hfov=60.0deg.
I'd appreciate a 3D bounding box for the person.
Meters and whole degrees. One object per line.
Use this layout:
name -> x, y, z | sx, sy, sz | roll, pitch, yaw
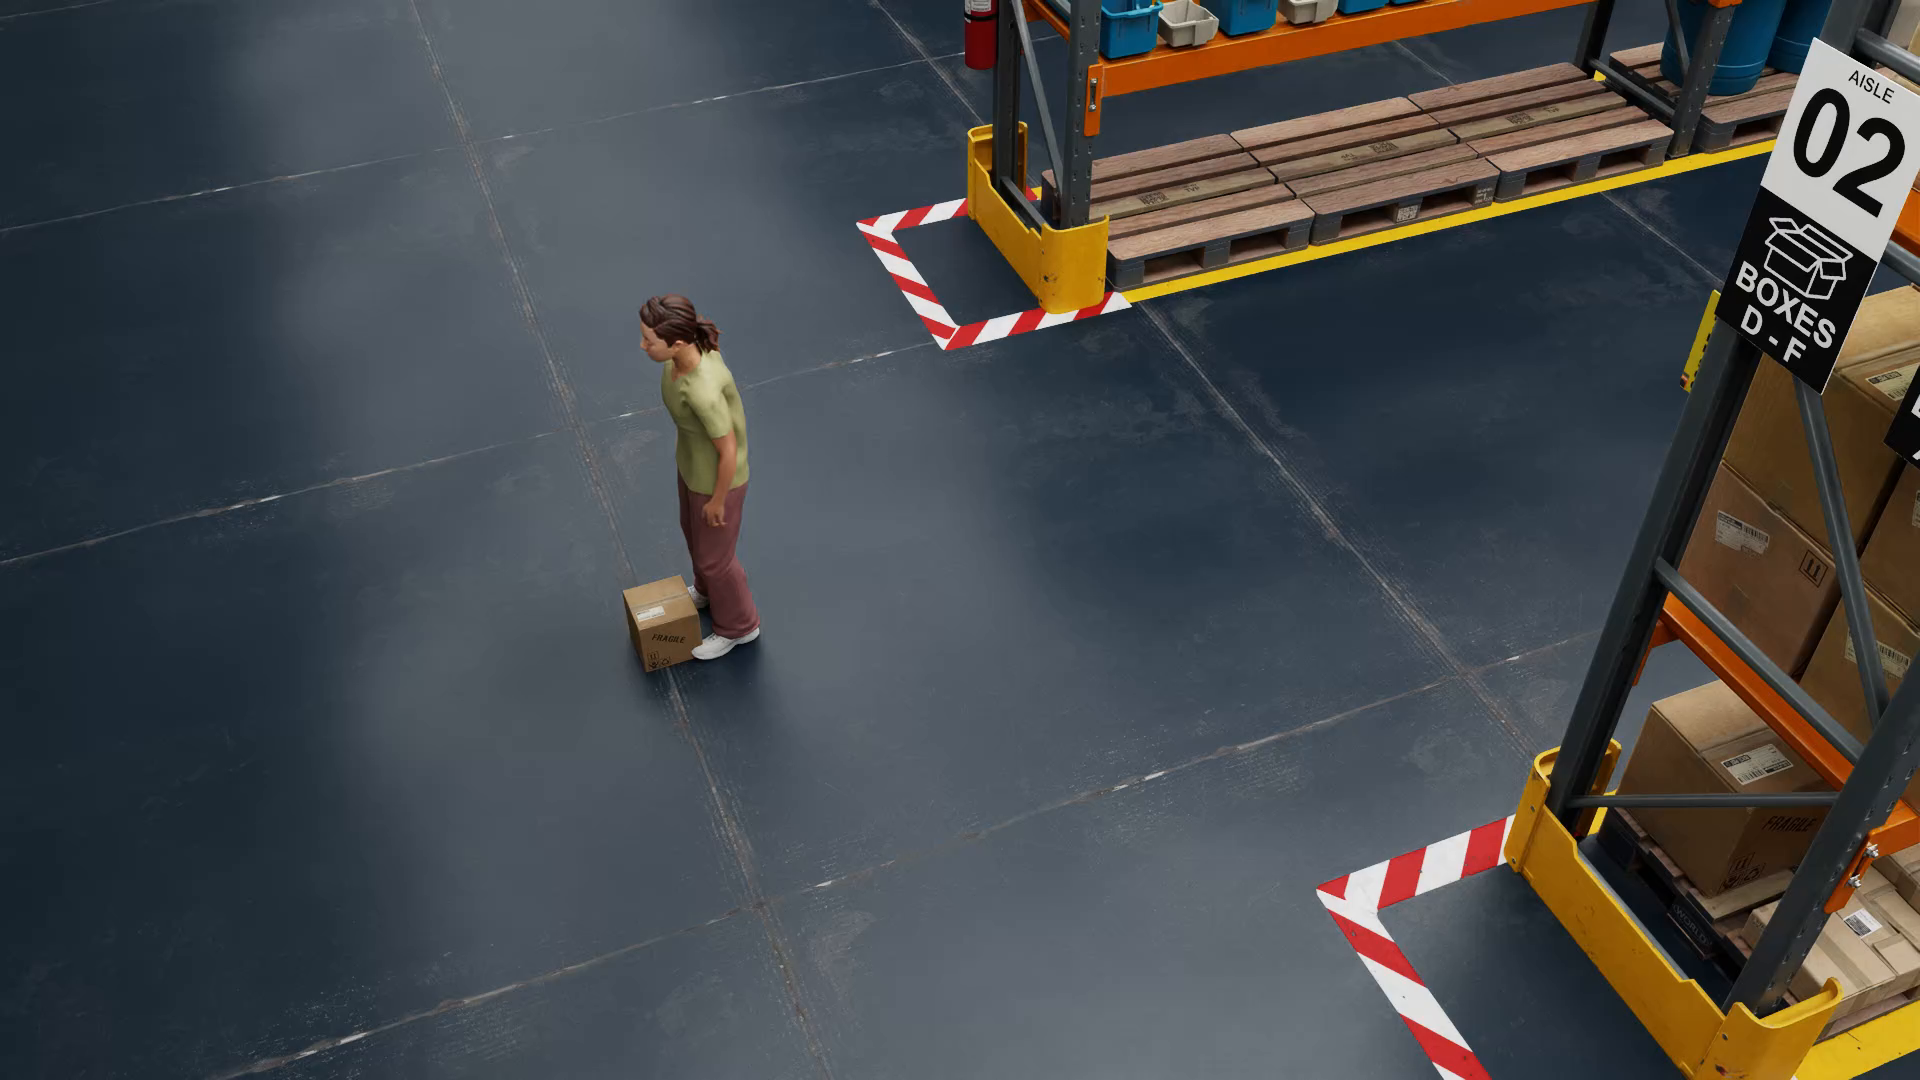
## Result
person -> -0.997, -0.256, 6.445 | 0.356, 1.673, 0.499 | -15, 44, -16
